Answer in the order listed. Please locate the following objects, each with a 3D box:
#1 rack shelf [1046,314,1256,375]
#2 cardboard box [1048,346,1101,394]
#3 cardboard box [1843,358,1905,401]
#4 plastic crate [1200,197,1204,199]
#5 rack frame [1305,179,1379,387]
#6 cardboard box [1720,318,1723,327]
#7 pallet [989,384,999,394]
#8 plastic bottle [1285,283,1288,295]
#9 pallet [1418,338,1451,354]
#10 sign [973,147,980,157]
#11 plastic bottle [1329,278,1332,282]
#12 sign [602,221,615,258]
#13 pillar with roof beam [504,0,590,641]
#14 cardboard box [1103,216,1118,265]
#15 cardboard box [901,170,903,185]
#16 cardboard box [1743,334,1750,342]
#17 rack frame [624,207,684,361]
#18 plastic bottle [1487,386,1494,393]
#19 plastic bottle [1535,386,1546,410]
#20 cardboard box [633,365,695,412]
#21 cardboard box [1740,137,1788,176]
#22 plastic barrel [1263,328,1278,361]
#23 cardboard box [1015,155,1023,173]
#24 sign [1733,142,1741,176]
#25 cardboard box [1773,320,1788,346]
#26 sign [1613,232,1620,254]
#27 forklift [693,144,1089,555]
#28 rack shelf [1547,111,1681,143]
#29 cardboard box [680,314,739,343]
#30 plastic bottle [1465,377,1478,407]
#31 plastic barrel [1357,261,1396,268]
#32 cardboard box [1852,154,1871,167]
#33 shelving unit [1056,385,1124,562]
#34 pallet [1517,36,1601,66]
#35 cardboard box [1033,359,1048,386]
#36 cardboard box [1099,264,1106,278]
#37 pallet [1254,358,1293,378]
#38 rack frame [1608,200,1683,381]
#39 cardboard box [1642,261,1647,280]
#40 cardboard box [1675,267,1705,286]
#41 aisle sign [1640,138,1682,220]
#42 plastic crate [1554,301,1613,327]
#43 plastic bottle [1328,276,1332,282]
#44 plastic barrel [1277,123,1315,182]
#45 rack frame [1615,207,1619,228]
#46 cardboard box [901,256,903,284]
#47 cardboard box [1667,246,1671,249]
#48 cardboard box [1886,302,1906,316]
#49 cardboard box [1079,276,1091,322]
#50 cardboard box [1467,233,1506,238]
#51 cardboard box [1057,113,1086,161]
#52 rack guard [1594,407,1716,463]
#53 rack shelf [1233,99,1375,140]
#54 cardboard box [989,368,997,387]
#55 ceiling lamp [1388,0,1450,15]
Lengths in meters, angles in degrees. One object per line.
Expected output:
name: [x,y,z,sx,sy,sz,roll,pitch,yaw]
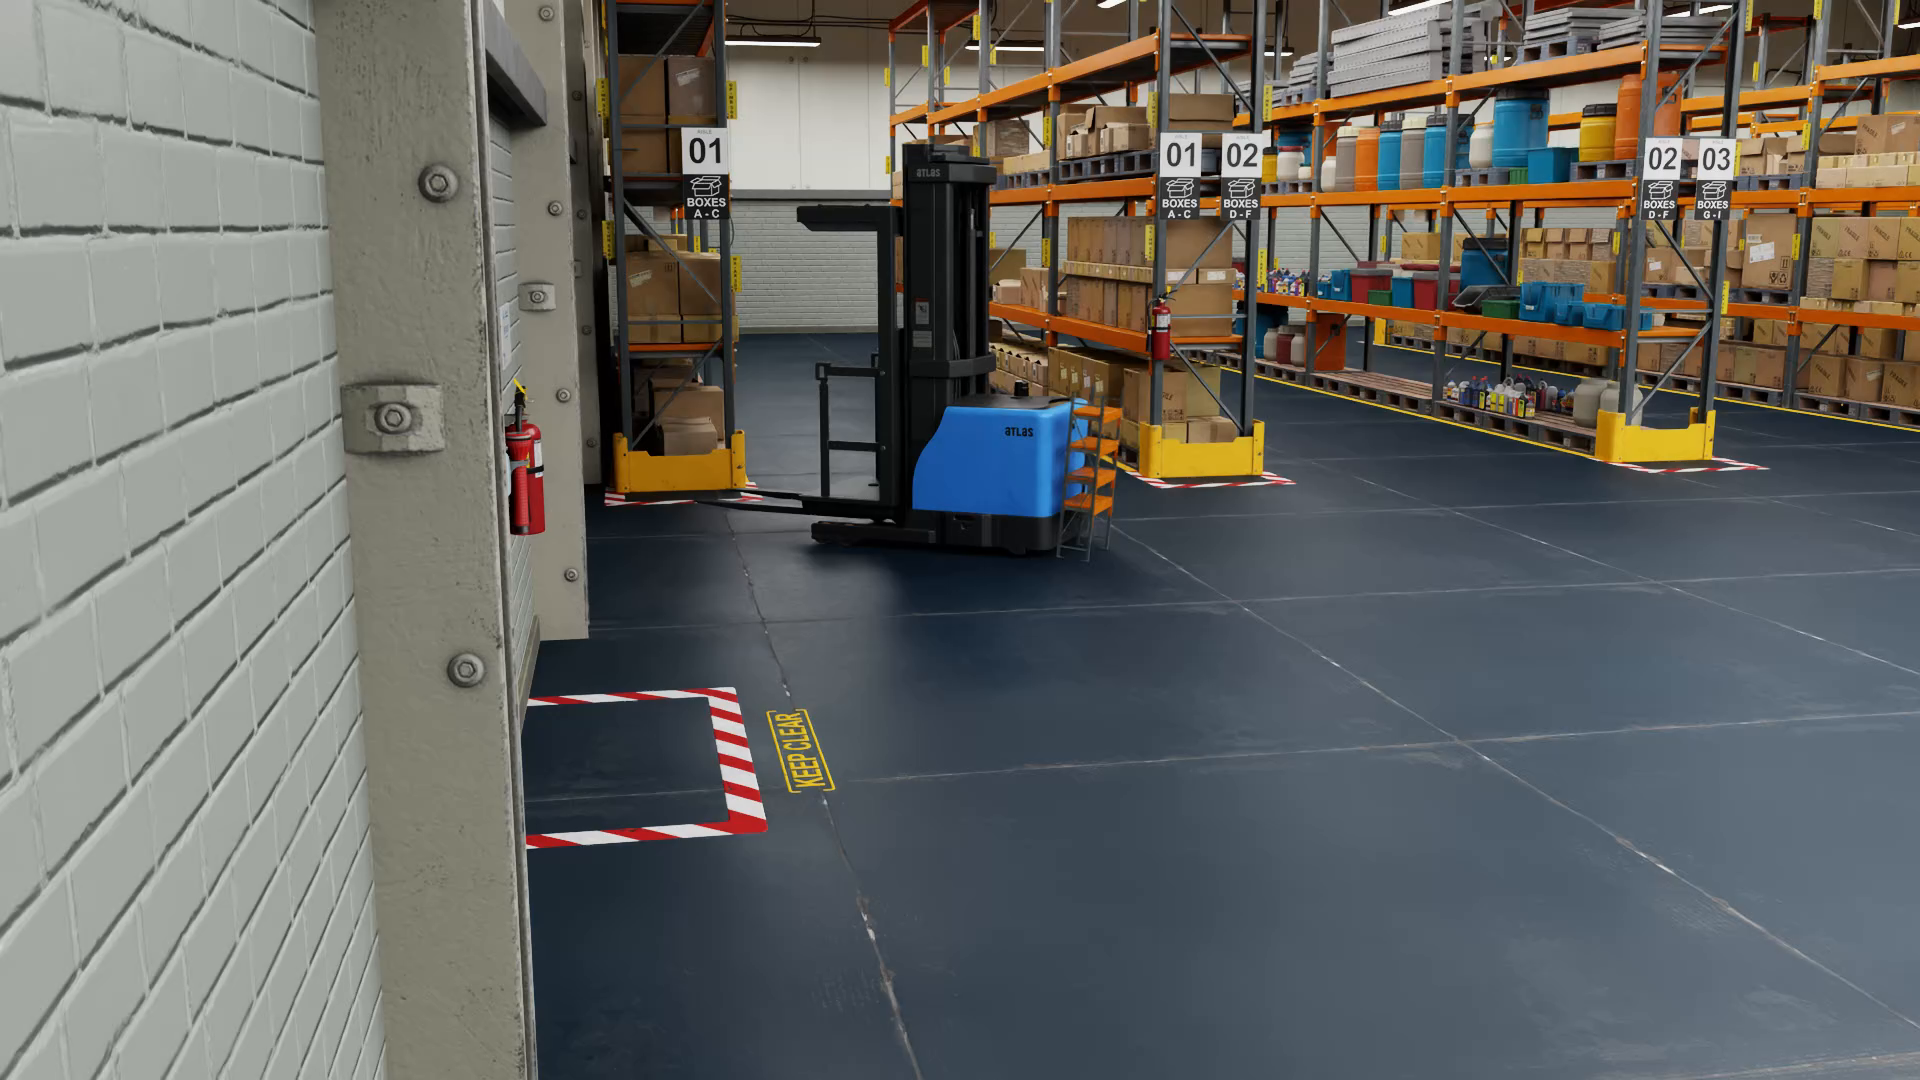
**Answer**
rack shelf: [1.930,-2.129,17.786,1.077,0.370,4.000,-2,11,-11]
cardboard box: [1.324,-1.977,19.287,0.500,0.500,0.500,-2,11,-11]
cardboard box: [11.416,-2.008,20.786,0.500,0.500,0.500,1,11,7]
plastic crate: [4.354,-6.043,28.849,0.416,0.233,0.300,-2,11,-11]
rack frame: [5.623,-3.763,24.443,1.000,3.000,0.127,-2,11,-11]
cardboard box: [14.175,-4.038,30.798,0.380,0.149,0.250,-2,11,-10]
pallet: [0.885,-2.061,22.960,1.003,0.211,1.213,-2,11,-11]
plastic bottle: [5.019,-3.842,25.388,0.097,0.201,0.097,0,11,0]
pallet: [9.391,-3.673,31.430,1.003,0.211,1.213,-2,11,-11]
sign: [0.230,-5.291,23.070,0.100,0.325,0.005,-2,11,-11]
plastic bottle: [5.710,-3.896,25.485,0.097,0.271,0.097,0,11,0]
sign: [-3.088,-2.643,14.617,0.100,0.325,0.005,-2,11,-11]
pillar with roof beam: [1.866,-4.035,9.831,9.100,9.000,0.400,-2,11,-11]
cardboard box: [1.926,-3.179,17.638,0.700,0.500,0.500,-2,11,-11]
cardboard box: [-0.754,-6.409,29.387,0.500,0.250,0.500,-2,11,-11]
cardboard box: [14.781,-3.771,30.990,0.380,0.149,0.250,-2,11,-9]
rack frame: [-4.873,-4.136,26.405,1.000,3.000,0.127,-2,11,-11]
plastic bottle: [6.253,-1.682,19.629,0.097,0.271,0.097,0,11,0]
plastic bottle: [6.832,-1.675,19.562,0.061,0.283,0.133,-2,11,-11]
cardboard box: [-3.477,-1.791,19.595,0.700,0.500,0.500,-2,11,-9]
cardboard box: [11.081,-5.202,22.585,0.797,0.503,0.637,-2,11,-9]
plastic barrel: [5.094,-3.143,26.720,0.421,0.512,0.421,0,11,0]
cardboard box: [1.026,-5.013,22.267,0.500,0.250,0.500,-2,11,-9]
sign: [7.719,-3.793,16.554,0.100,0.325,0.005,-2,11,-11]
cardboard box: [14.576,-3.574,29.016,0.500,0.500,0.500,-2,11,-8]
sign: [9.937,-4.491,25.172,0.100,0.325,0.005,-2,11,-11]
forklift: [-0.583,-1.483,12.650,3.031,2.935,1.130,4,12,21]
rack shelf: [10.092,-6.707,26.860,1.077,0.370,4.000,-2,11,-11]
cardboard box: [-2.323,-1.972,15.384,0.500,0.250,0.500,-2,11,-13]
plastic bottle: [6.151,-1.781,19.938,0.144,0.351,0.185,-2,11,-9]
plastic barrel: [6.010,-3.755,24.041,0.600,0.536,0.708,-2,11,-11]
cardboard box: [11.171,-4.637,20.349,0.380,0.149,0.250,-2,11,-11]
shelving unit: [0.941,-0.488,11.996,0.258,1.200,0.503,9,13,20]
pallet: [6.829,-5.313,18.116,1.003,0.211,1.213,-2,11,-11]
cardboard box: [1.181,-2.045,20.147,0.500,0.311,0.500,-2,11,-11]
cardboard box: [1.708,-2.877,17.788,0.380,0.149,0.250,-2,11,-11]
pallet: [5.195,-2.759,26.629,1.003,0.211,1.213,-2,11,-11]
rack frame: [10.481,-3.943,25.389,1.000,3.000,0.127,-2,11,-11]
cardboard box: [10.653,-4.091,25.900,0.500,0.500,0.500,-2,11,-9]
cardboard box: [10.581,-3.760,23.705,0.500,0.250,0.500,-2,11,-13]
aisle sign: [6.901,-3.549,16.365,0.394,0.787,0.004,-2,11,-11]
plastic crate: [6.667,-2.423,17.800,0.499,0.251,0.408,-2,11,-11]
plastic bottle: [5.739,-3.950,25.739,0.061,0.283,0.133,-2,11,-11]
plastic barrel: [5.327,-6.115,26.316,0.600,0.901,0.708,-2,11,-11]
rack frame: [13.810,-5.572,33.949,1.000,3.000,0.127,-2,11,-11]
cardboard box: [-0.765,-4.822,29.741,0.500,0.500,0.500,-2,11,-11]
cardboard box: [13.943,-5.394,31.951,0.500,0.500,0.500,-2,11,-12]
cardboard box: [11.311,-2.761,19.851,0.380,0.149,0.250,-2,11,-11]
cardboard box: [1.743,-2.721,18.703,0.700,0.500,0.500,-2,11,-12]
cardboard box: [9.351,-5.192,29.552,0.500,0.500,0.500,-2,11,-9]
cardboard box: [1.380,-4.545,18.768,0.500,0.500,0.500,-1,11,-6]
rack guard: [7.118,-1.080,17.032,1.175,0.500,0.348,-2,11,-11]
rack shelf: [5.234,-6.527,25.914,1.077,0.370,4.000,-2,11,-11]
cardboard box: [0.676,-2.240,22.673,0.500,0.250,0.500,-2,11,-13]
ceiling lamp: [7.752,-10.260,26.921,0.800,3.185,2.000,-2,11,-11]
